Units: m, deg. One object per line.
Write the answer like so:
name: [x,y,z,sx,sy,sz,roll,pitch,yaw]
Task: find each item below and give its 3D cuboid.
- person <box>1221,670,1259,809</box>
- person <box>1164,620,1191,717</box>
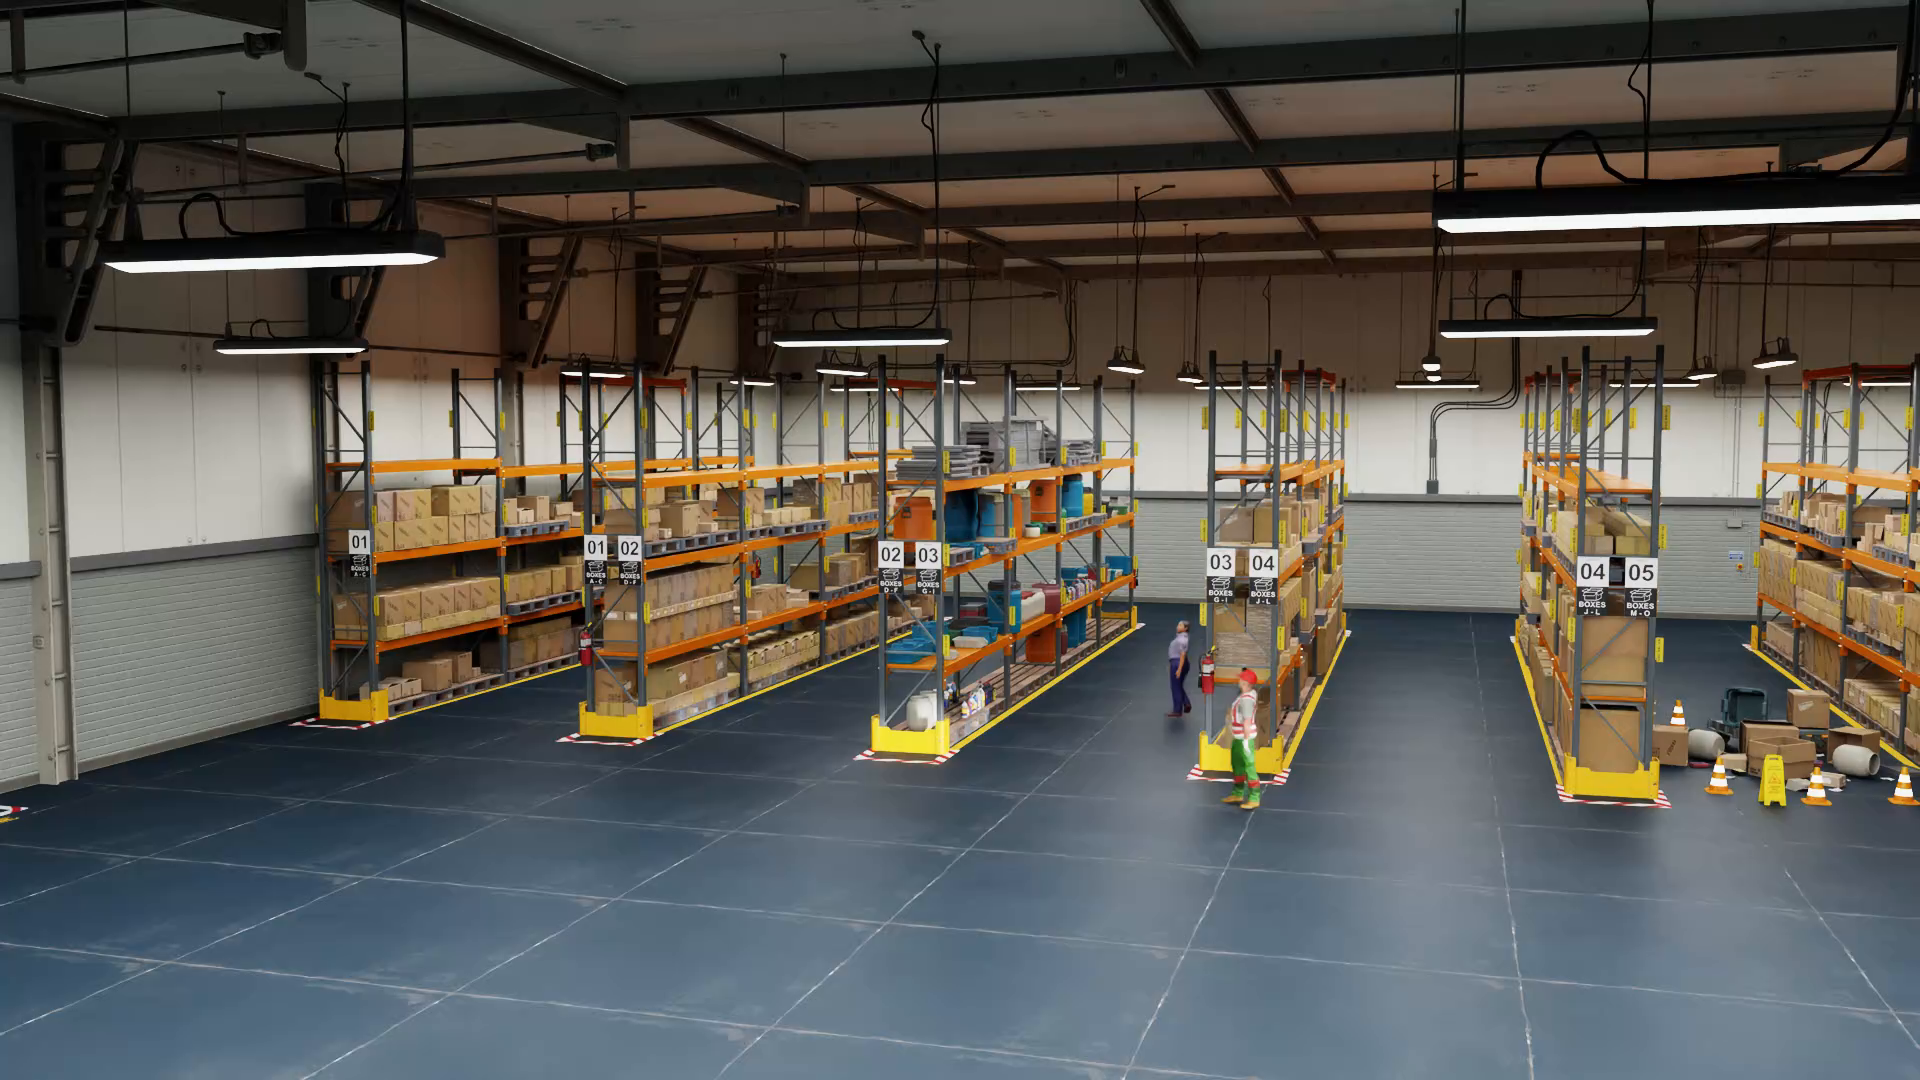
person: [3.650,2.556,21.569,0.430,1.799,0.745,0,4,-2]
person: [3.678,2.167,28.104,0.452,1.636,0.550,1,4,20]
